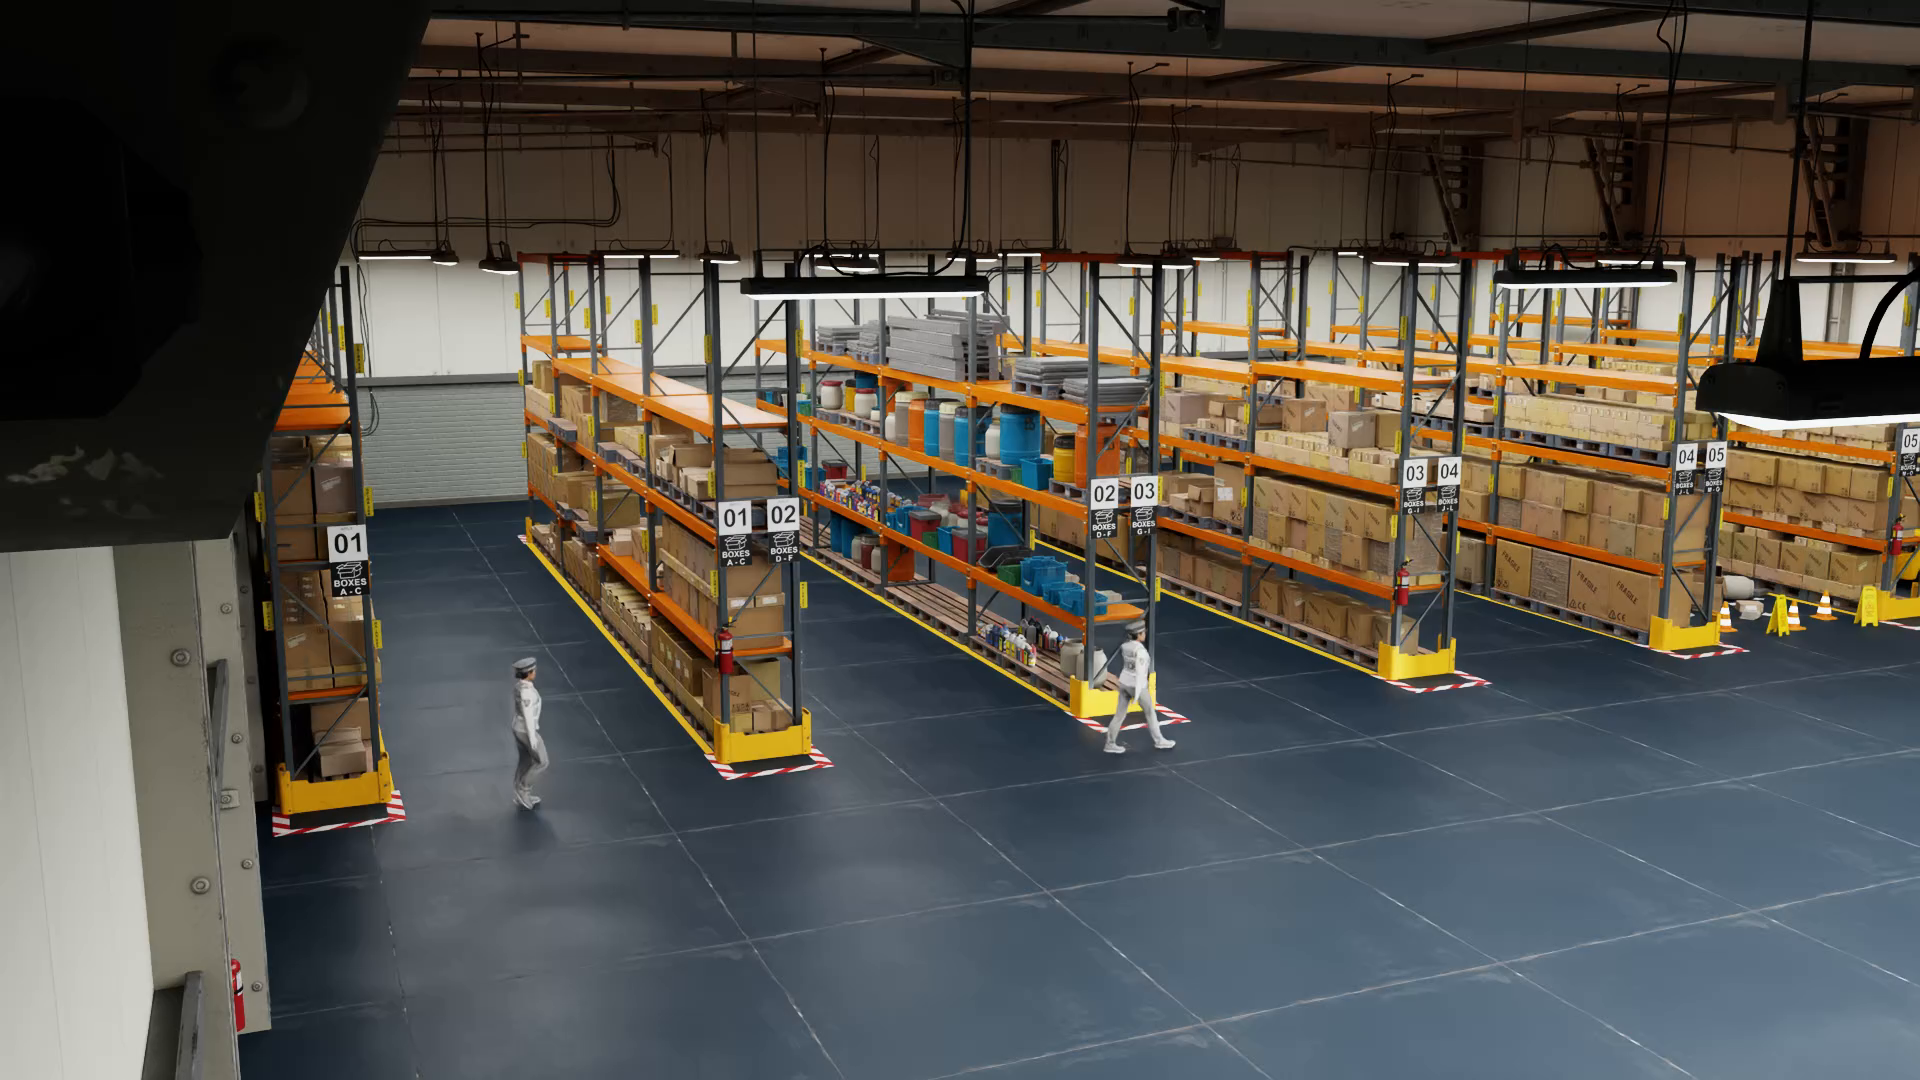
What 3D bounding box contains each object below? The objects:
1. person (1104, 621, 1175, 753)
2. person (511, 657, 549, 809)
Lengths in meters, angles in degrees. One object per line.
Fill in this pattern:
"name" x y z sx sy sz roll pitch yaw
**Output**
"person" 2.201 1.800 20.560 0.938 1.623 0.496 -7 13 -34
"person" -4.823 2.149 18.585 0.392 1.686 0.510 -4 11 -19
